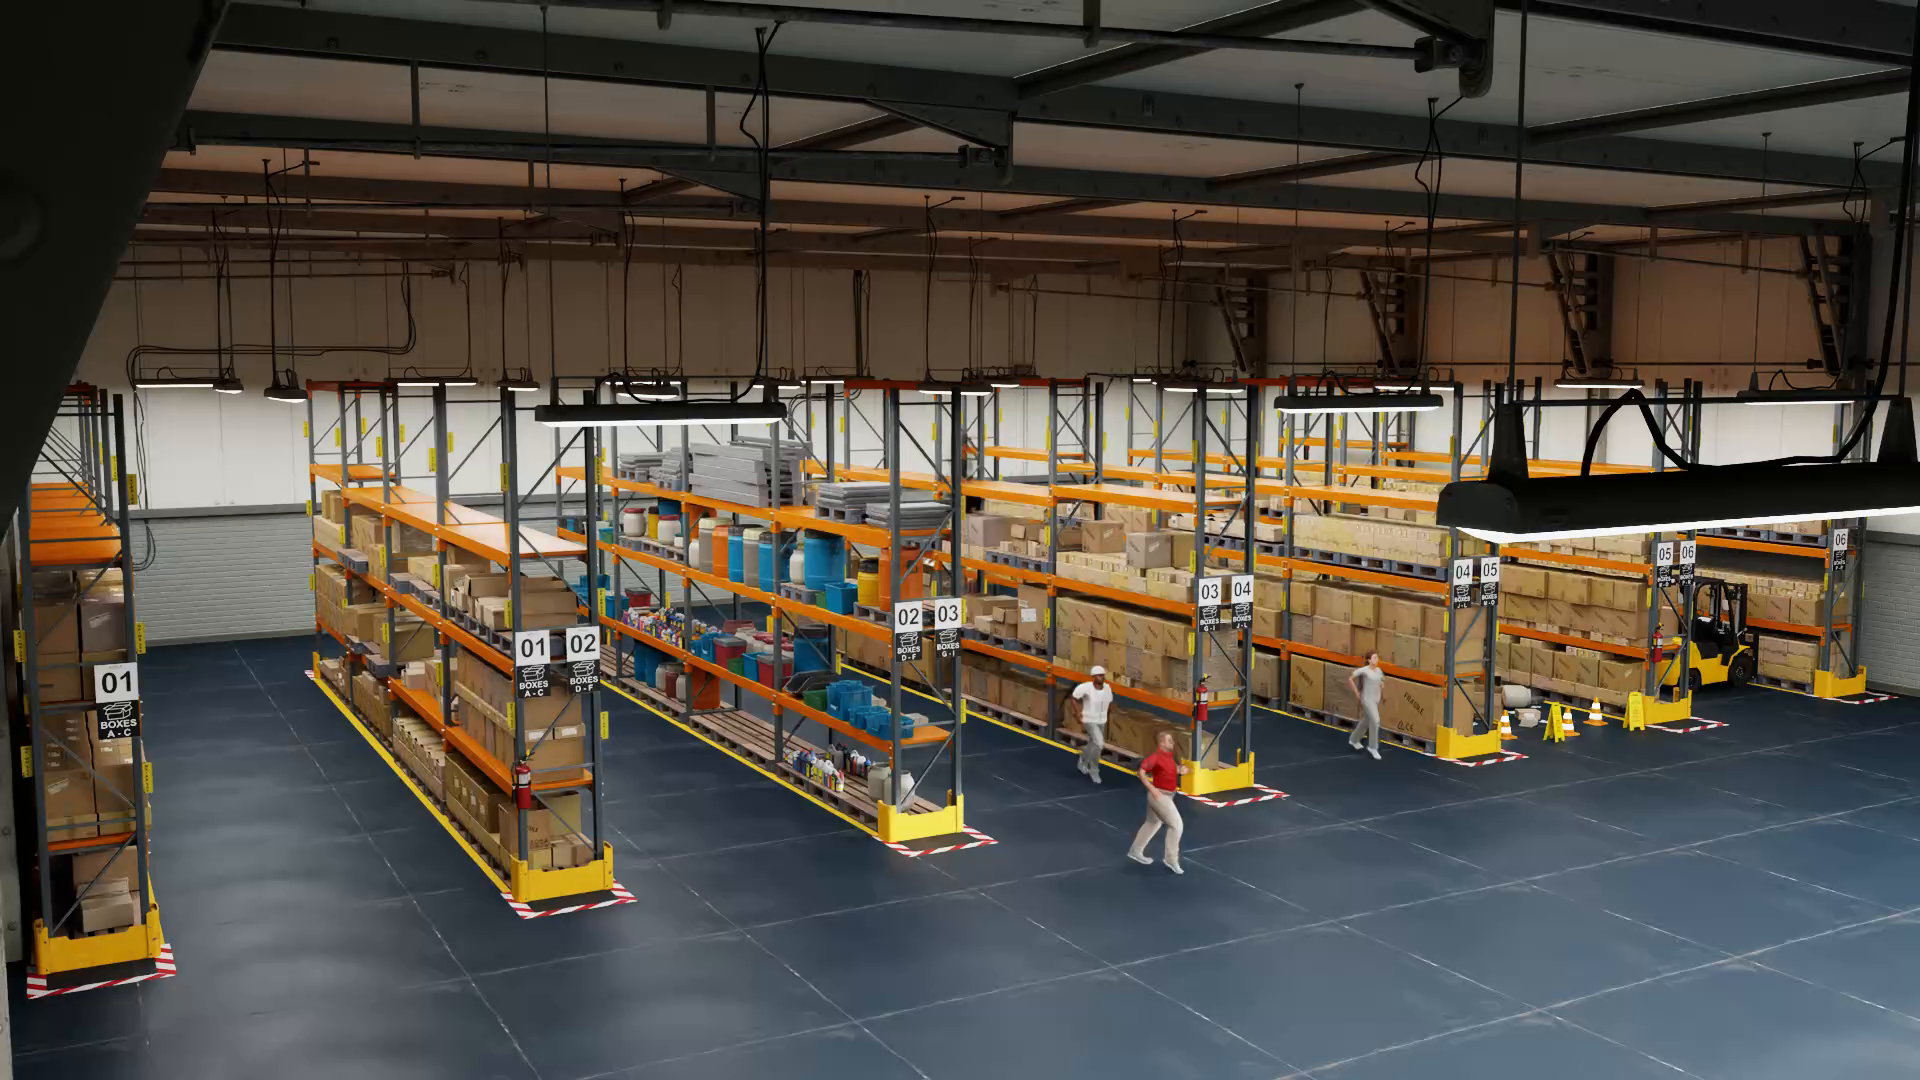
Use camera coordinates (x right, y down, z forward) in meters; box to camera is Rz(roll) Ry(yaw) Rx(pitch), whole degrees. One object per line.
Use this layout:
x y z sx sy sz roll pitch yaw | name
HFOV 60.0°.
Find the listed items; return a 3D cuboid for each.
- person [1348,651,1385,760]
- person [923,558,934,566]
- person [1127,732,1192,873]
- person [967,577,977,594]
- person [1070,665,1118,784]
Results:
6.653 2.636 26.942 0.539 1.695 0.764 -4 7 -34 | person
-0.783 1.083 41.511 0.675 1.674 0.857 -5 8 -41 | person
2.508 3.284 20.829 0.785 1.810 0.626 1 6 8 | person
0.371 1.061 41.862 0.717 1.635 0.612 -3 7 -27 | person
2.055 2.785 25.277 0.606 1.801 0.839 -5 8 -38 | person
